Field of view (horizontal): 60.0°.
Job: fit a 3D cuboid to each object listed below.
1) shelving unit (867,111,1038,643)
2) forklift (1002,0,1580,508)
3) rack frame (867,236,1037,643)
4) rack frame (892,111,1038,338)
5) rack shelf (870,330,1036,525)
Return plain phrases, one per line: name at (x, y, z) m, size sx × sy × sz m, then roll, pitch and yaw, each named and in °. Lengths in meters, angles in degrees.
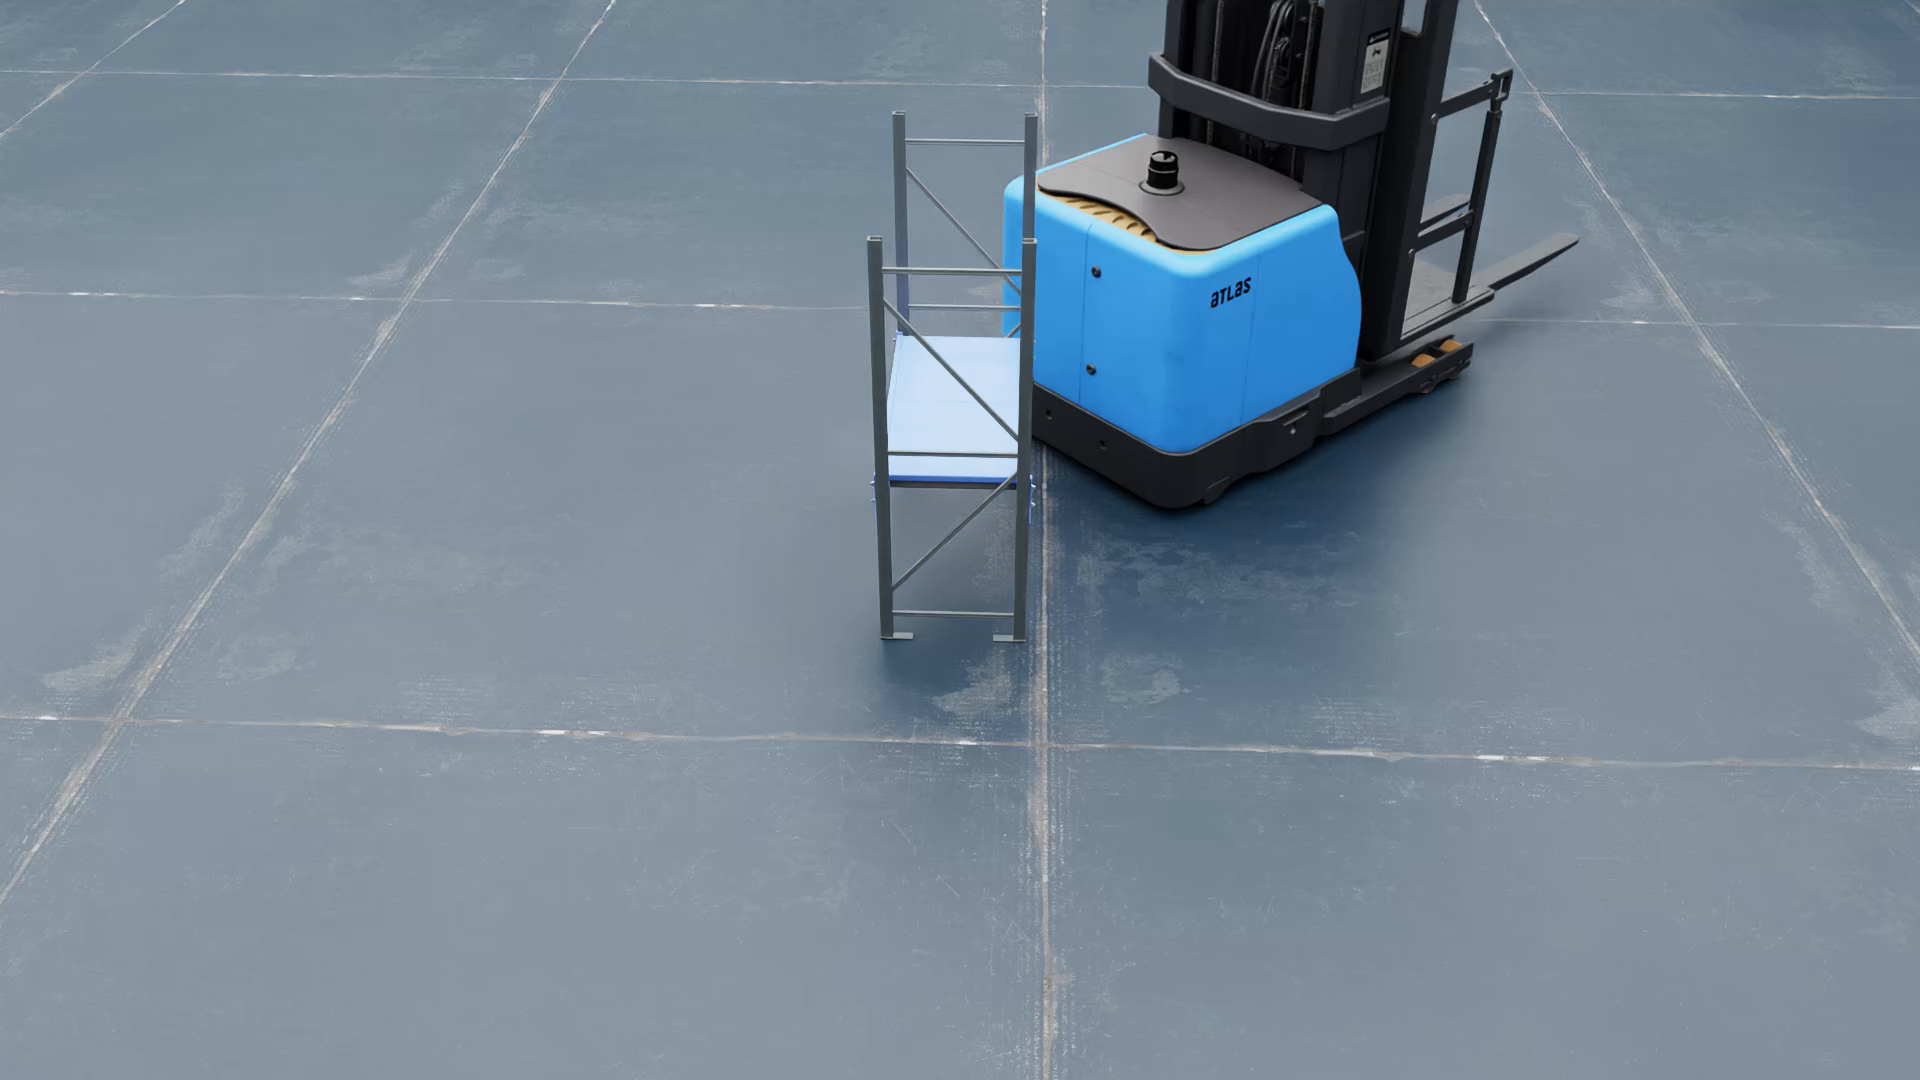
shelving unit at (-0.003, -0.565, 5.749) m, size 0.538 × 1.500 × 1.048 m, roll 1°, pitch 35°, yaw 2°
forklift at (1.595, -2.033, 6.594) m, size 3.031 × 2.935 × 1.130 m, roll -27°, pitch 43°, yaw -33°
rack frame at (-0.024, -0.273, 5.333) m, size 0.500 × 1.500 × 0.032 m, roll 1°, pitch 35°, yaw 2°
rack frame at (0.017, -0.857, 6.165) m, size 0.500 × 1.500 × 0.032 m, roll 1°, pitch 35°, yaw 2°
rack shelf at (-0.003, -0.417, 5.852) m, size 0.538 × 0.185 × 1.000 m, roll 1°, pitch 35°, yaw 2°
